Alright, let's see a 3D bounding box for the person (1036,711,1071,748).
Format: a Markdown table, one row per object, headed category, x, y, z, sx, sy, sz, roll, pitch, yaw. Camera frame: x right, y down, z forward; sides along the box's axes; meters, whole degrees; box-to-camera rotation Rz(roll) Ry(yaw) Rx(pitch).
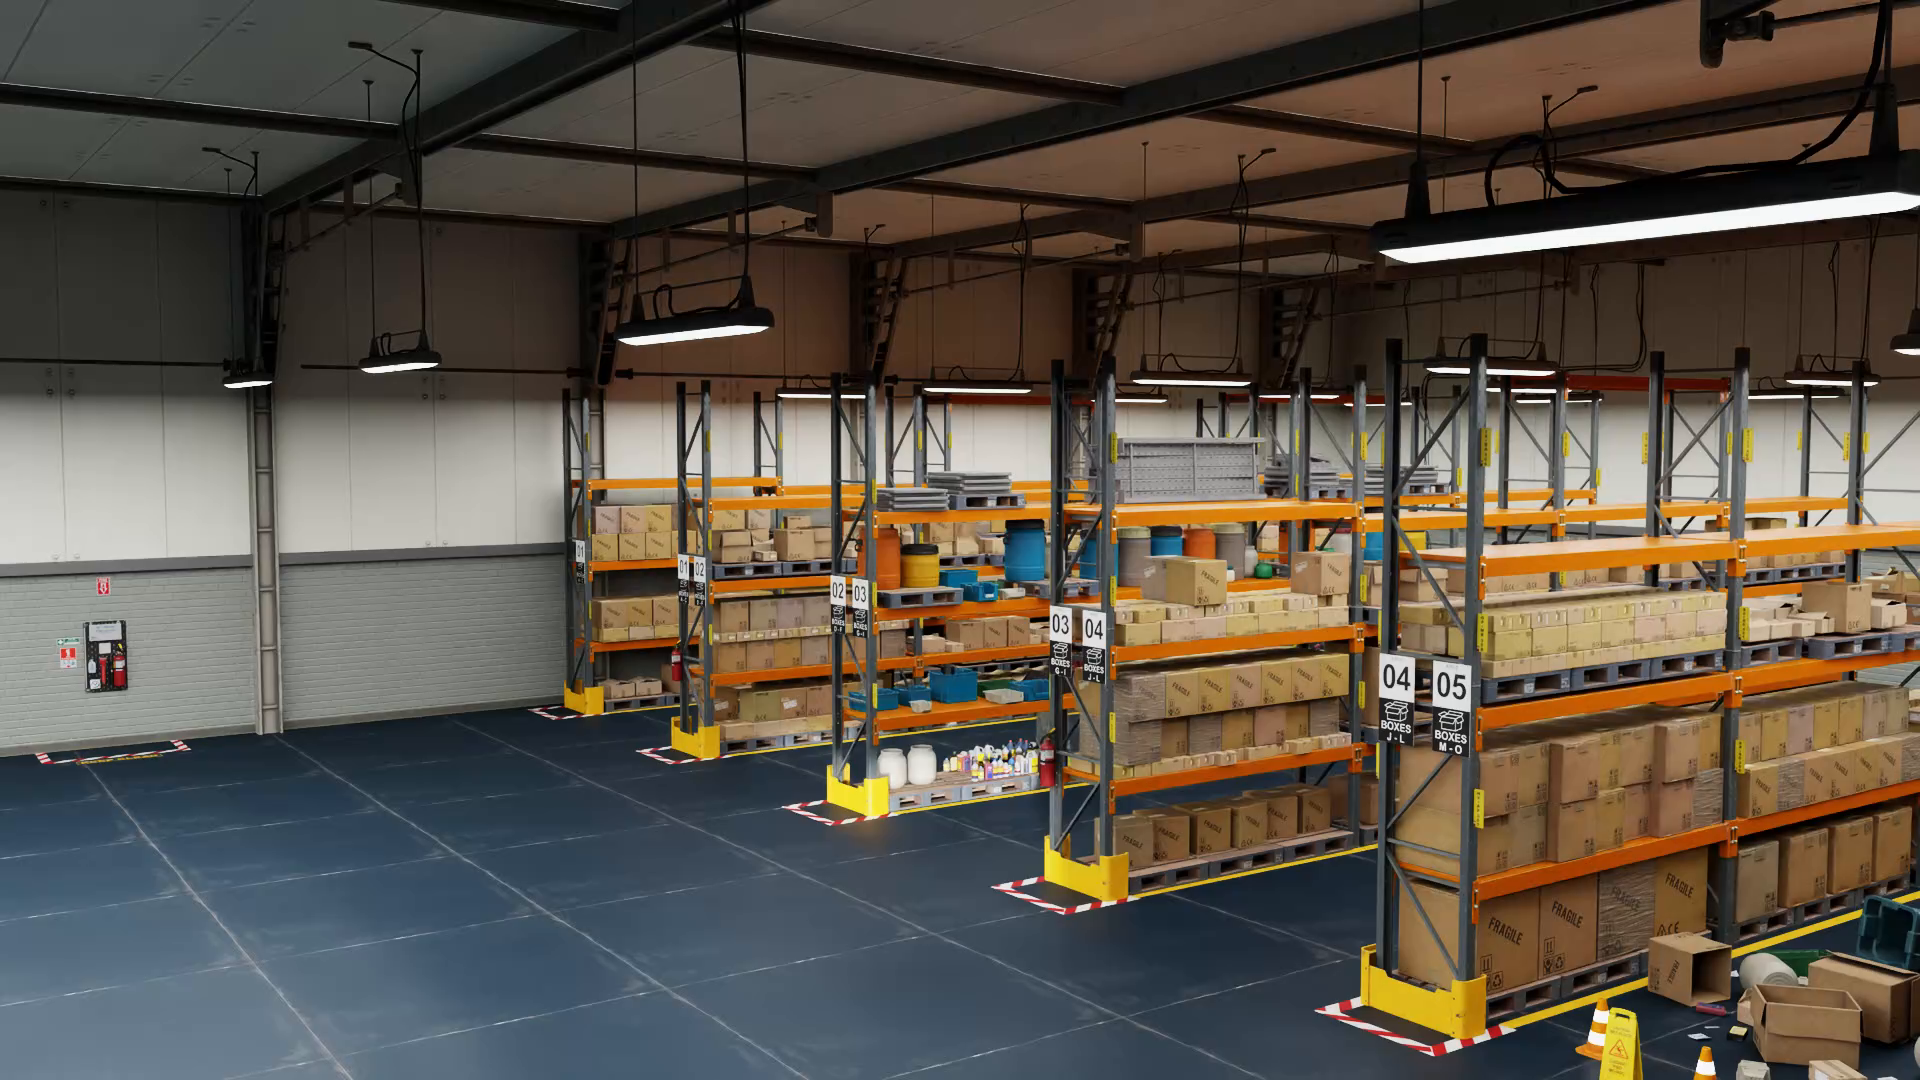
| category | x | y | z | sx | sy | sz | roll | pitch | yaw |
| --- | --- | --- | --- | --- | --- | --- | --- | --- | --- |
| person | 1.416 | 2.645 | 26.772 | 0.789 | 1.598 | 0.524 | 1 | 4 | 22 |
